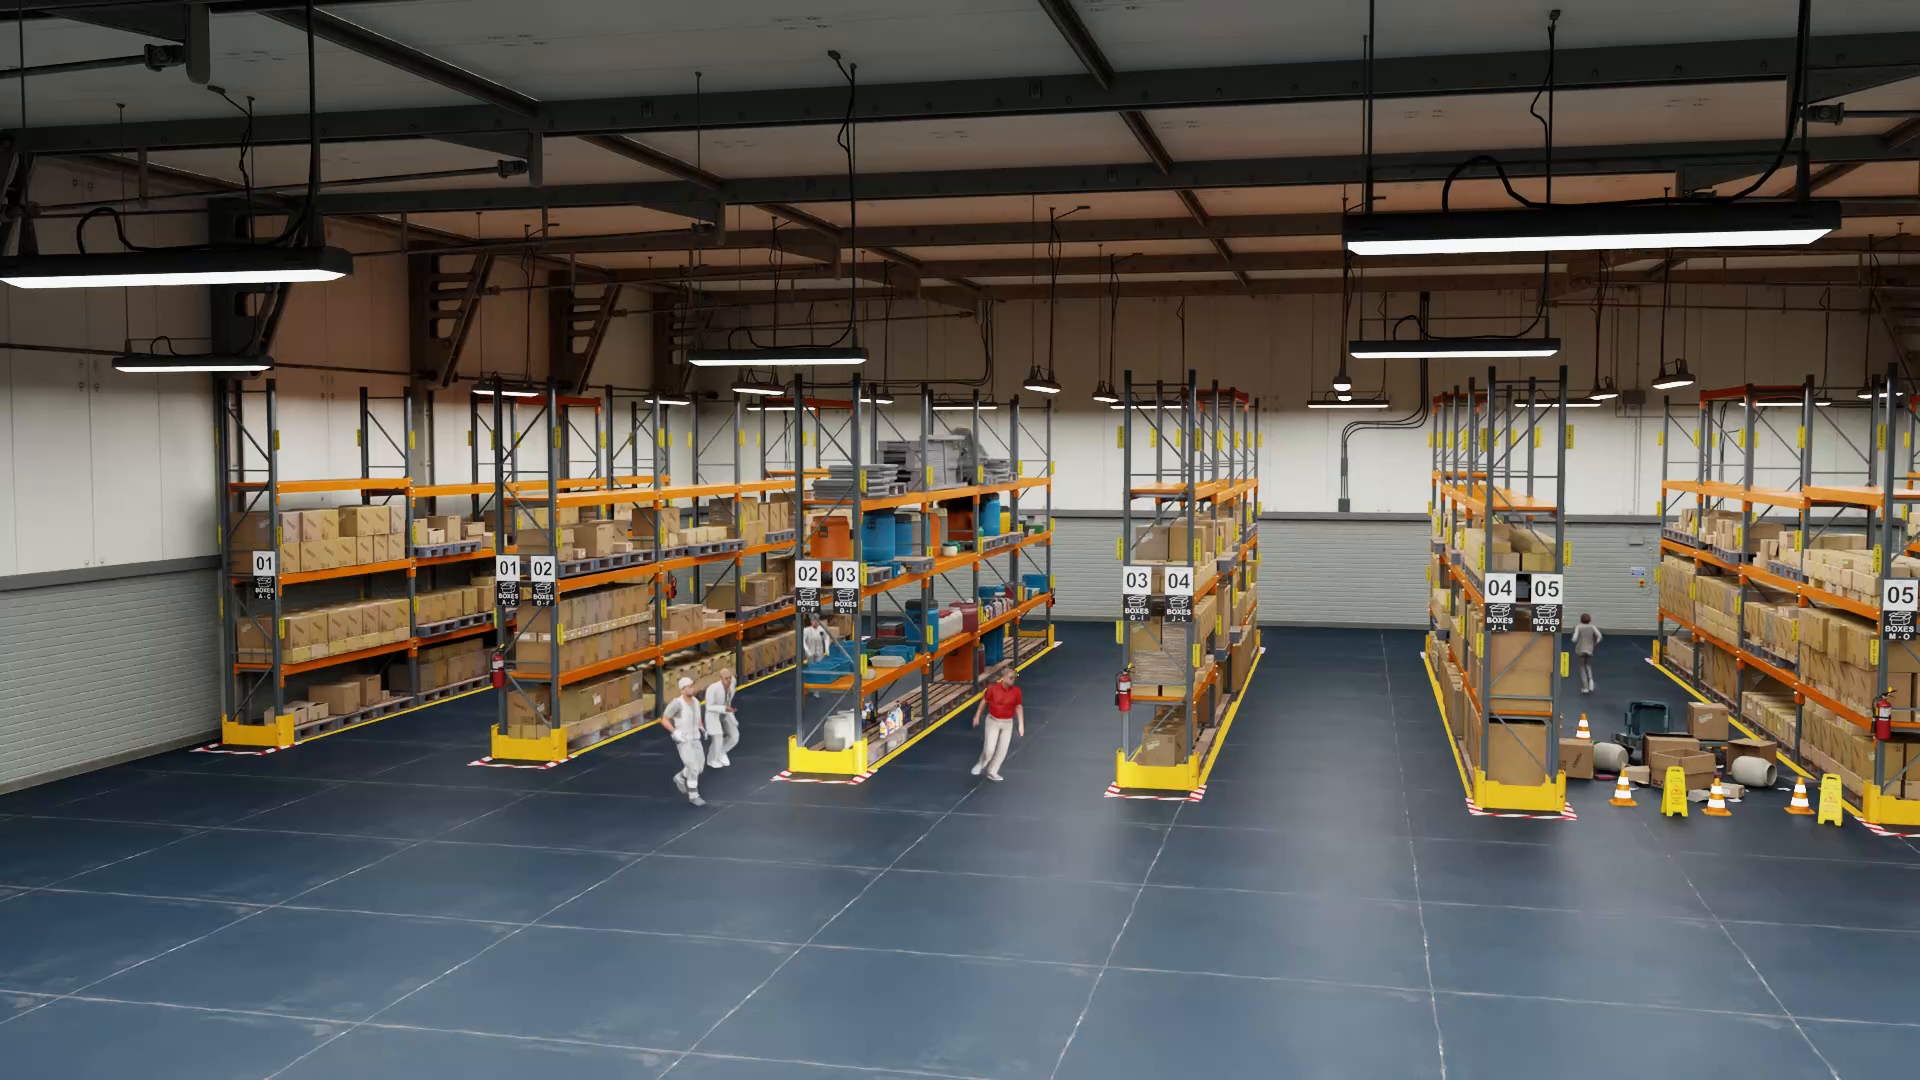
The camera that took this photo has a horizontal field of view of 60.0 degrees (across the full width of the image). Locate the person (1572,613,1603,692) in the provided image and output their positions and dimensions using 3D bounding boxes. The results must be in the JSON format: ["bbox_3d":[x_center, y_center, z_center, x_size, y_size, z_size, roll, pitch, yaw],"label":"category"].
[{"bbox_3d":[12.433,2.223,33.033,0.524,1.564,0.603,0,3,5],"label":"person"}]

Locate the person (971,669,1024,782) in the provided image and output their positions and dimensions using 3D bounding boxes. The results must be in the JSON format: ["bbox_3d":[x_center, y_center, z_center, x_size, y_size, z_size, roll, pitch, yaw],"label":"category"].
[{"bbox_3d":[0.549,2.705,24.401,0.714,1.682,0.588,-1,4,-19],"label":"person"}]

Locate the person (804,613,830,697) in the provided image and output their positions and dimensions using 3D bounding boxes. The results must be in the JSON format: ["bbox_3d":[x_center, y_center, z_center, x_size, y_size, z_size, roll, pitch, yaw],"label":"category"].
[{"bbox_3d":[-2.857,2.231,32.639,0.614,1.649,0.727,0,3,-8],"label":"person"}]

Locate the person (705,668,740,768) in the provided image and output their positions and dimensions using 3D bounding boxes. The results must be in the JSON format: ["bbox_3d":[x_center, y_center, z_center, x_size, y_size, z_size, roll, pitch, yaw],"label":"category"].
[{"bbox_3d":[-3.607,2.706,25.107,0.644,1.557,0.962,-3,4,-40],"label":"person"}]

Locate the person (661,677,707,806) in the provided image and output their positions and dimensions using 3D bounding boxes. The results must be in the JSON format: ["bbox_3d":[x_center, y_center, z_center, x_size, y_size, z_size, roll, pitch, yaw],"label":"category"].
[{"bbox_3d":[-3.808,2.758,22.876,0.697,1.758,0.698,3,4,39],"label":"person"}]
